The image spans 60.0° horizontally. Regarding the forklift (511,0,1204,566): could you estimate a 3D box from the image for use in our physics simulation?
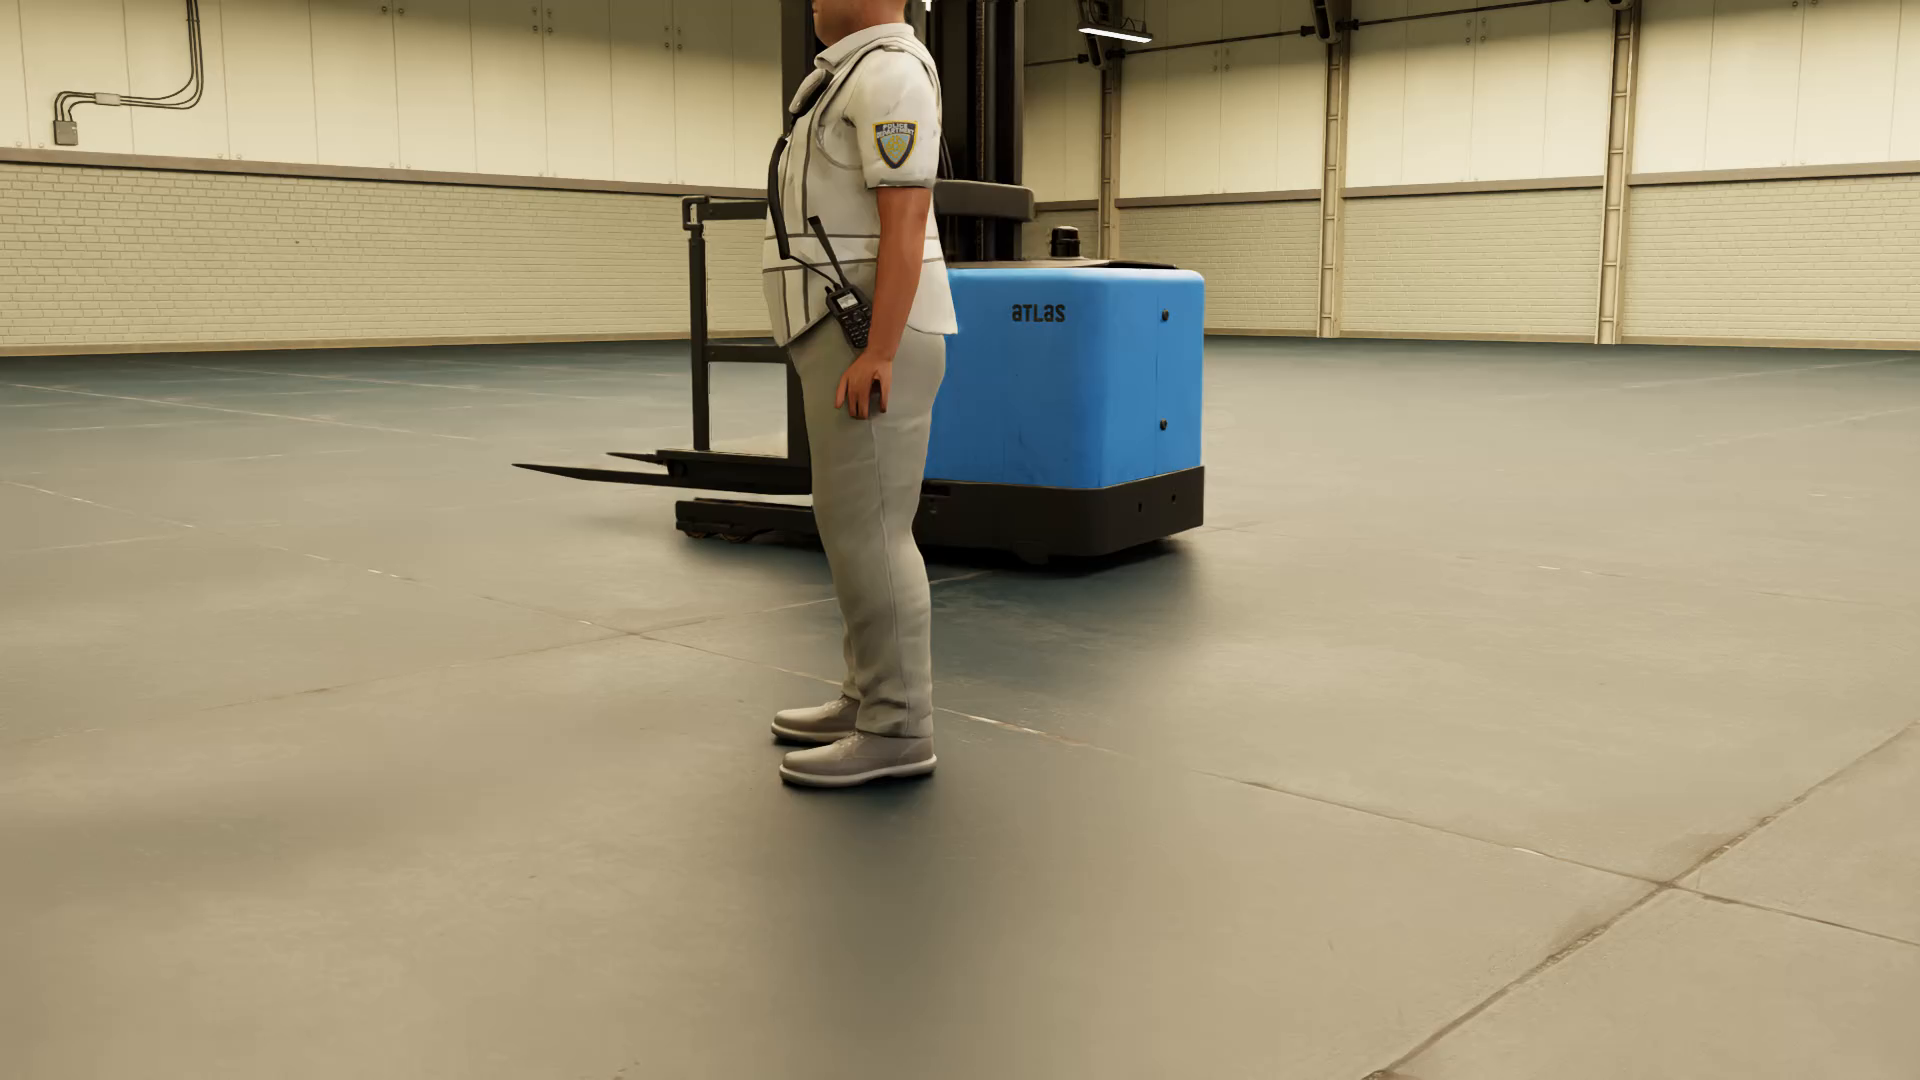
[{"bbox_3d":[-0.558,-1.497,6.814,3.031,2.935,1.130,5,10,31],"label":"forklift"}]

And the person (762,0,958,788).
[{"bbox_3d":[-0.208,-0.402,3.444,0.395,1.773,0.528,-1,9,-6],"label":"person"}]
